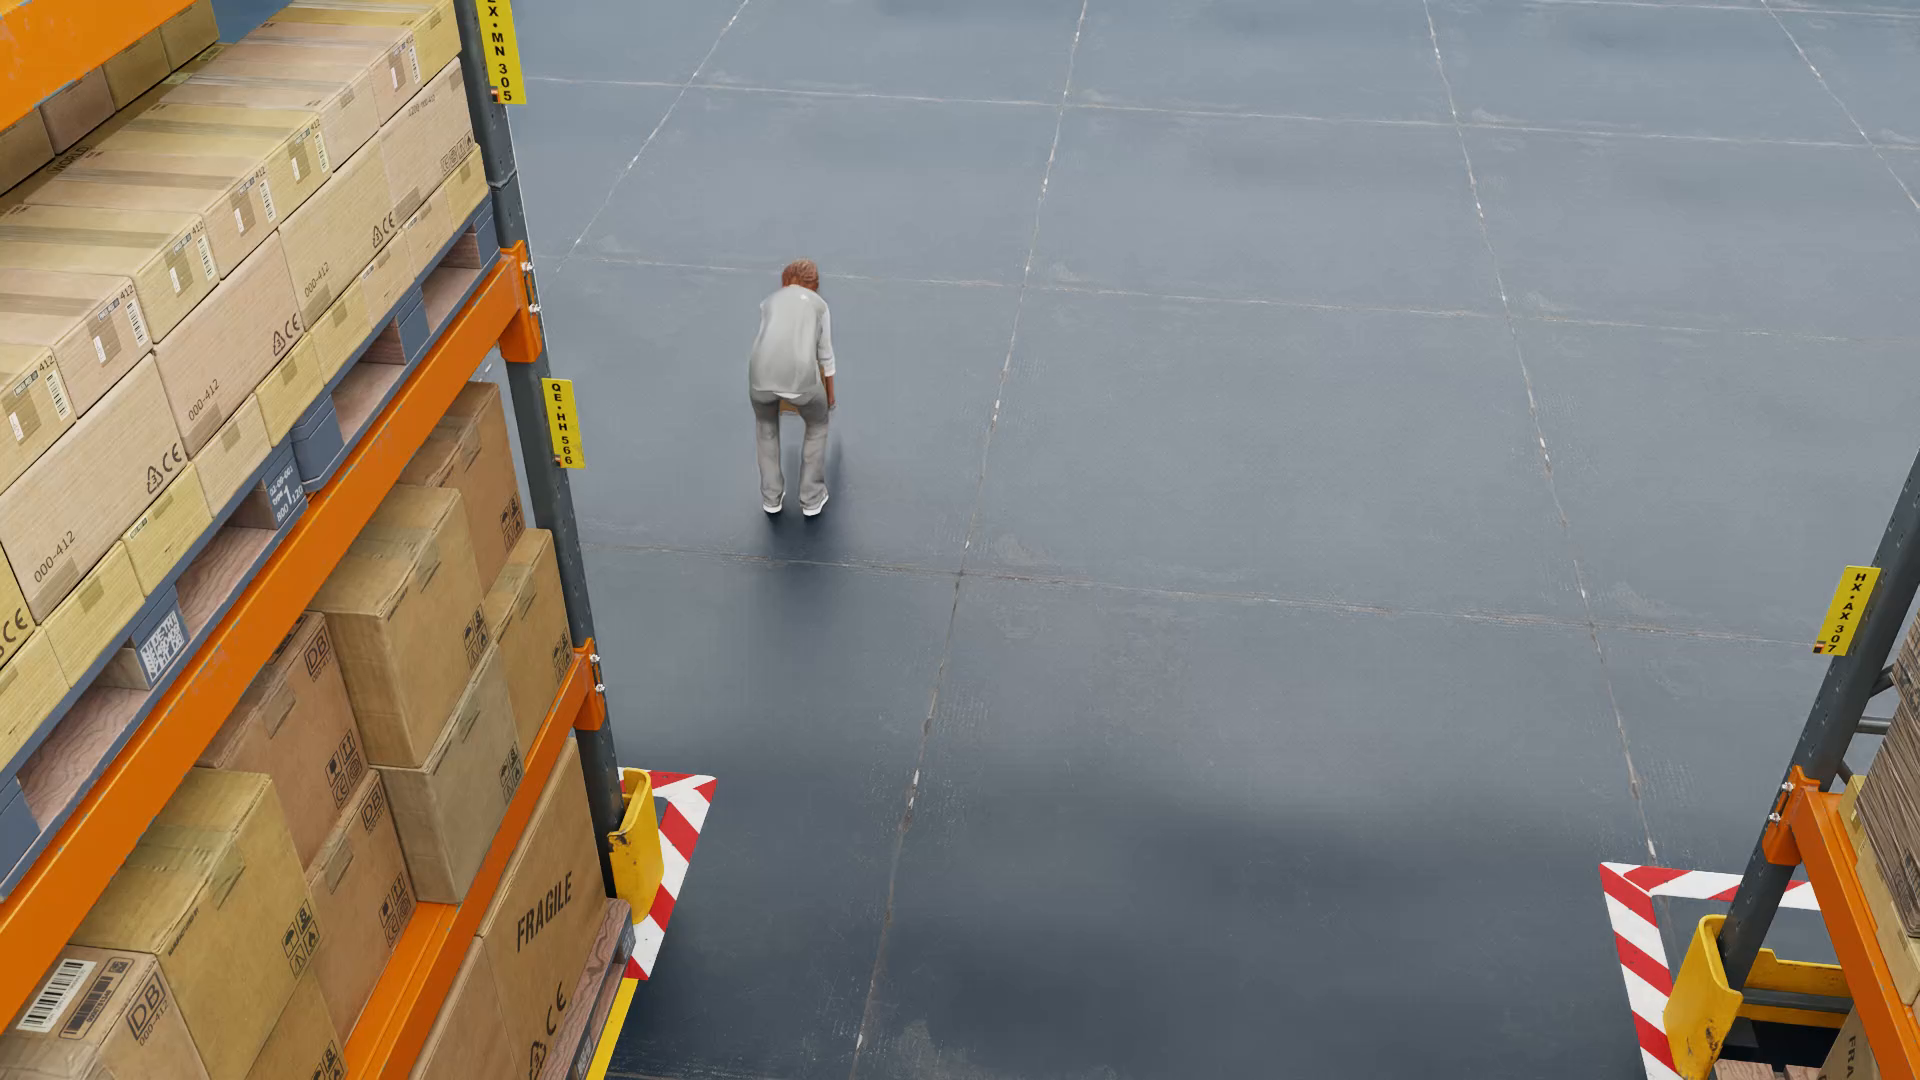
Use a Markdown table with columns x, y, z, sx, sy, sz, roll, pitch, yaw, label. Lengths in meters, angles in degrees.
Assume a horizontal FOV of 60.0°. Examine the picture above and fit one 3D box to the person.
| x | y | z | sx | sy | sz | roll | pitch | yaw | label |
| --- | --- | --- | --- | --- | --- | --- | --- | --- | --- |
| -0.831 | -0.761 | 8.471 | 0.385 | 1.120 | 0.848 | 3 | 37 | 5 | person |
